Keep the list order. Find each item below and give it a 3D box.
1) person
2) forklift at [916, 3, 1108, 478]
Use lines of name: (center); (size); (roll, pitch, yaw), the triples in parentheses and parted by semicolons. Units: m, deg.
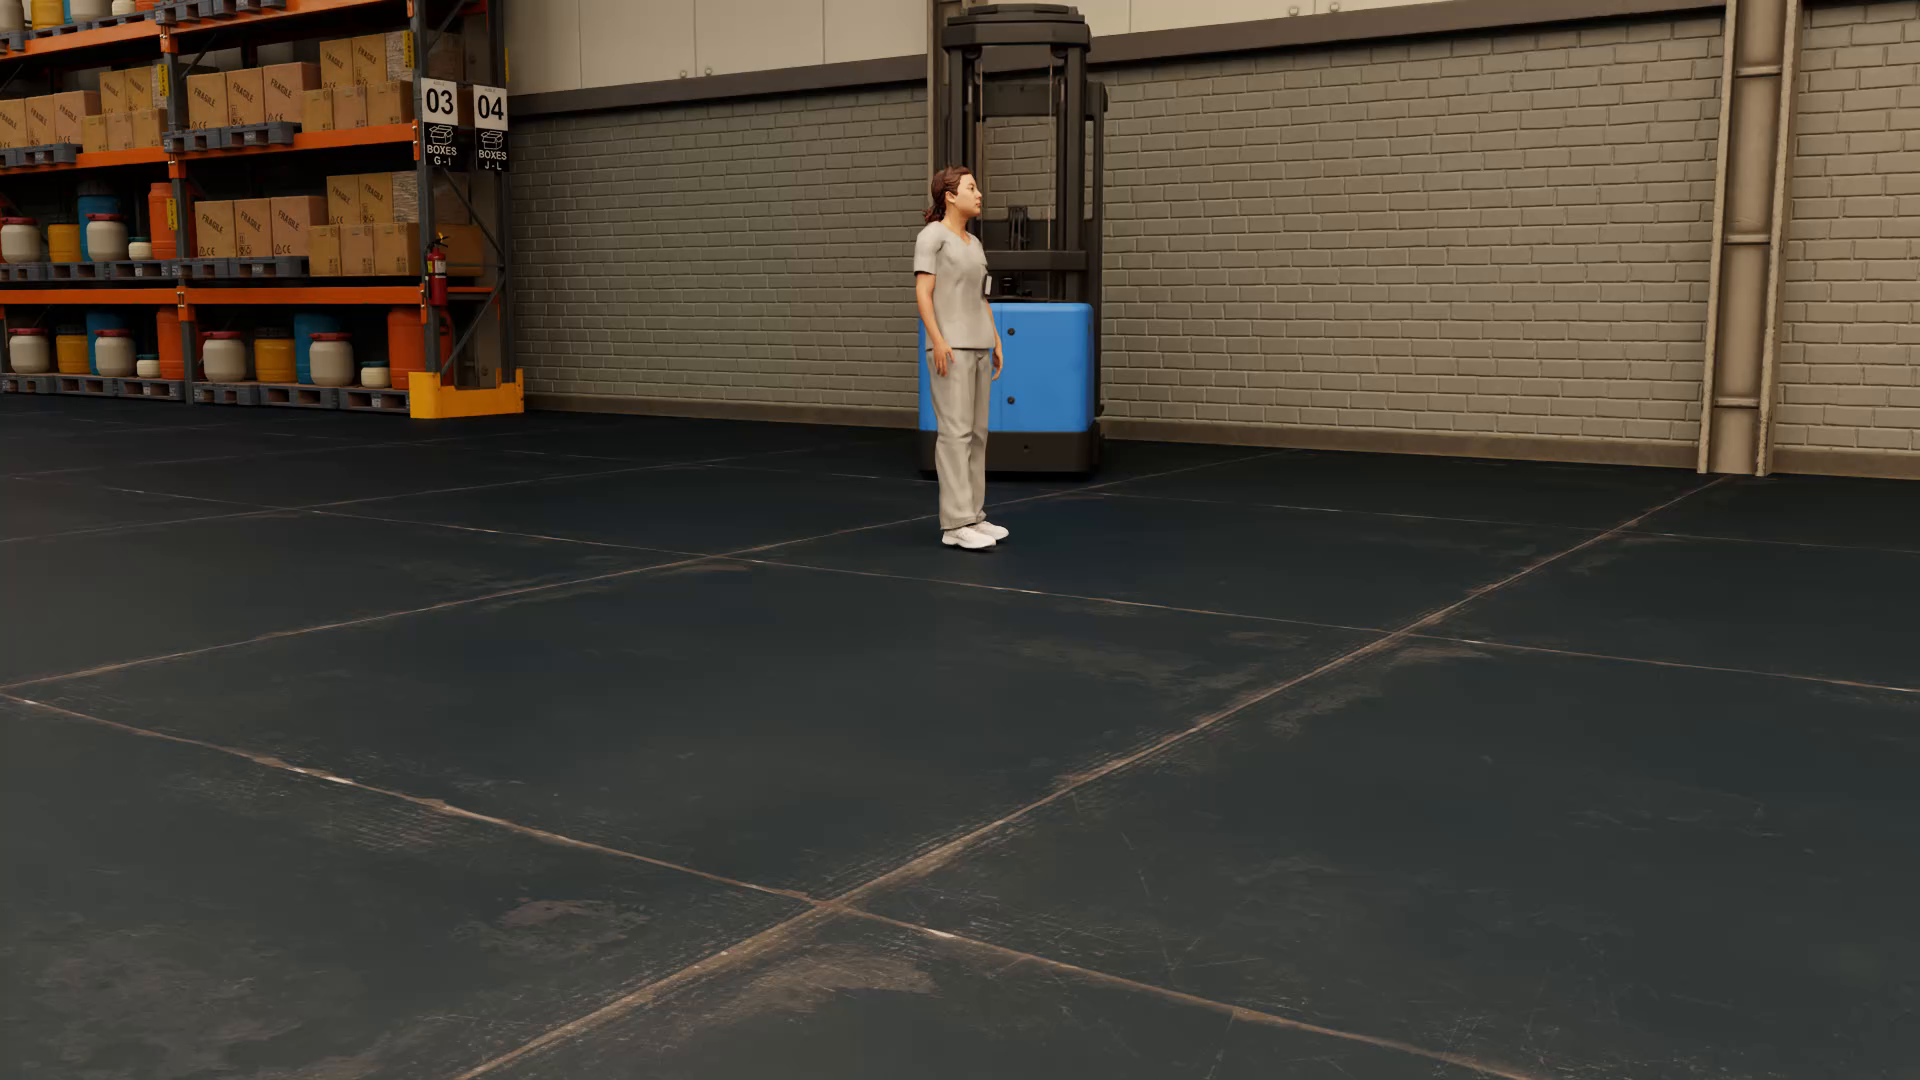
person: (0.053, -0.829, 7.433); (0.549, 1.675, 0.550); (5, 10, 34)
forklift: (0.430, -2.003, 11.276); (1.130, 2.935, 3.031); (1, 8, 7)
